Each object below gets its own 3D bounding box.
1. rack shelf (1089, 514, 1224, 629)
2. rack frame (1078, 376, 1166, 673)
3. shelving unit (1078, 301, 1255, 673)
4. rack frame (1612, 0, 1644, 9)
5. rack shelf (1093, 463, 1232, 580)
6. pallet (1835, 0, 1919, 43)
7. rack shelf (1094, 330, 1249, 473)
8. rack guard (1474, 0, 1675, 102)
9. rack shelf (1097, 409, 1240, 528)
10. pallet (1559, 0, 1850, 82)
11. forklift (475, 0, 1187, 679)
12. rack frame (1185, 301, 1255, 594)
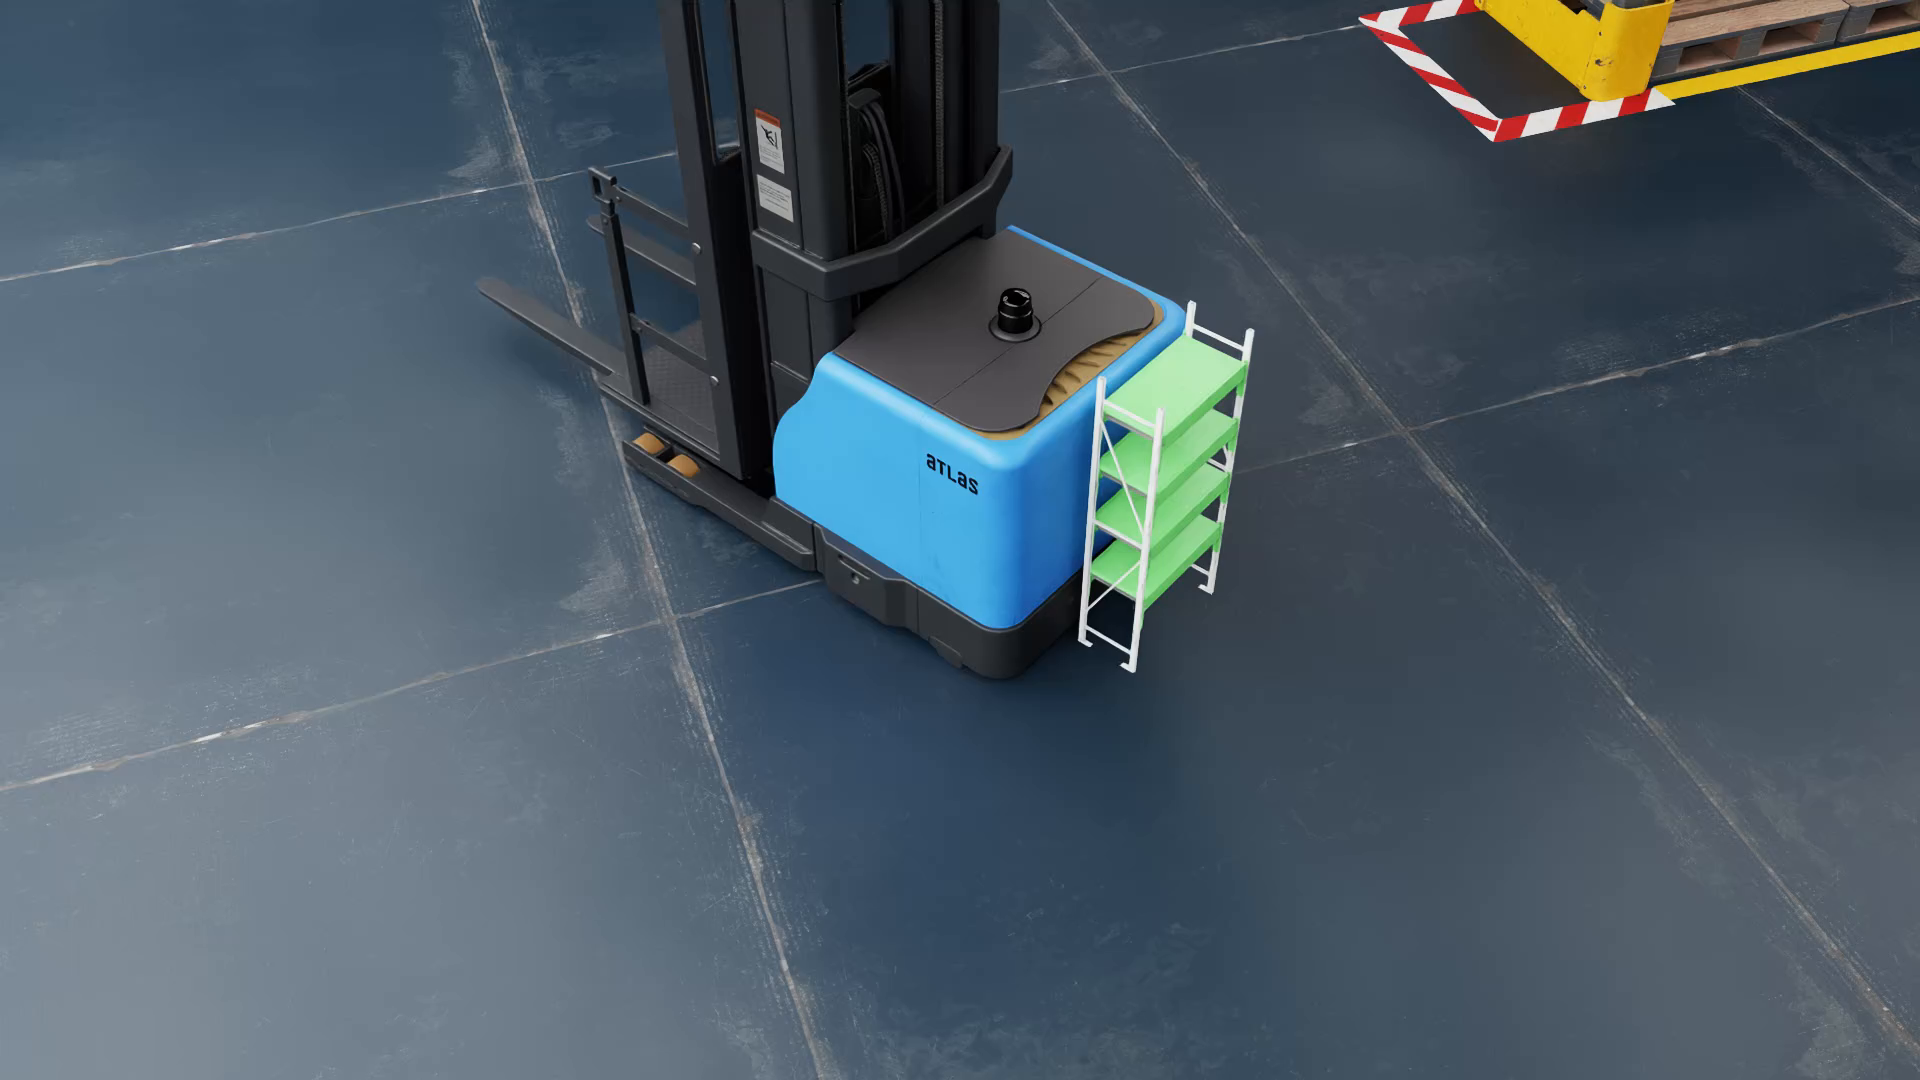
[{"bbox_3d":[0.671,0.064,5.768,0.258,0.148,0.480,30,52,27],"label":"rack shelf"},{"bbox_3d":[0.515,-0.017,5.420,0.240,1.200,0.015,30,52,27],"label":"rack frame"},{"bbox_3d":[0.671,-0.150,5.553,0.258,1.200,0.503,30,52,27],"label":"shelving unit"},{"bbox_3d":[3.135,-3.660,7.780,0.127,3.000,1.000,-14,47,-14],"label":"rack frame"},{"bbox_3d":[0.671,-0.105,5.598,0.258,0.148,0.480,30,52,27],"label":"rack shelf"},{"bbox_3d":[5.102,-3.208,9.299,1.213,0.211,1.003,-14,47,-14],"label":"pallet"},{"bbox_3d":[0.671,-0.444,5.258,0.258,0.148,0.480,30,52,27],"label":"rack shelf"},{"bbox_3d":[3.190,-2.828,8.715,0.348,0.500,1.175,-14,47,-14],"label":"rack guard"},{"bbox_3d":[0.671,-0.275,5.428,0.258,0.148,0.480,30,52,27],"label":"rack shelf"},{"bbox_3d":[3.956,-2.918,9.009,1.213,0.211,1.003,-14,47,-14],"label":"pallet"},{"bbox_3d":[-0.676,-1.452,5.628,3.031,2.935,1.130,31,53,27],"label":"forklift"},{"bbox_3d":[0.826,-0.284,5.685,0.240,1.200,0.015,30,52,27],"label":"rack frame"}]
